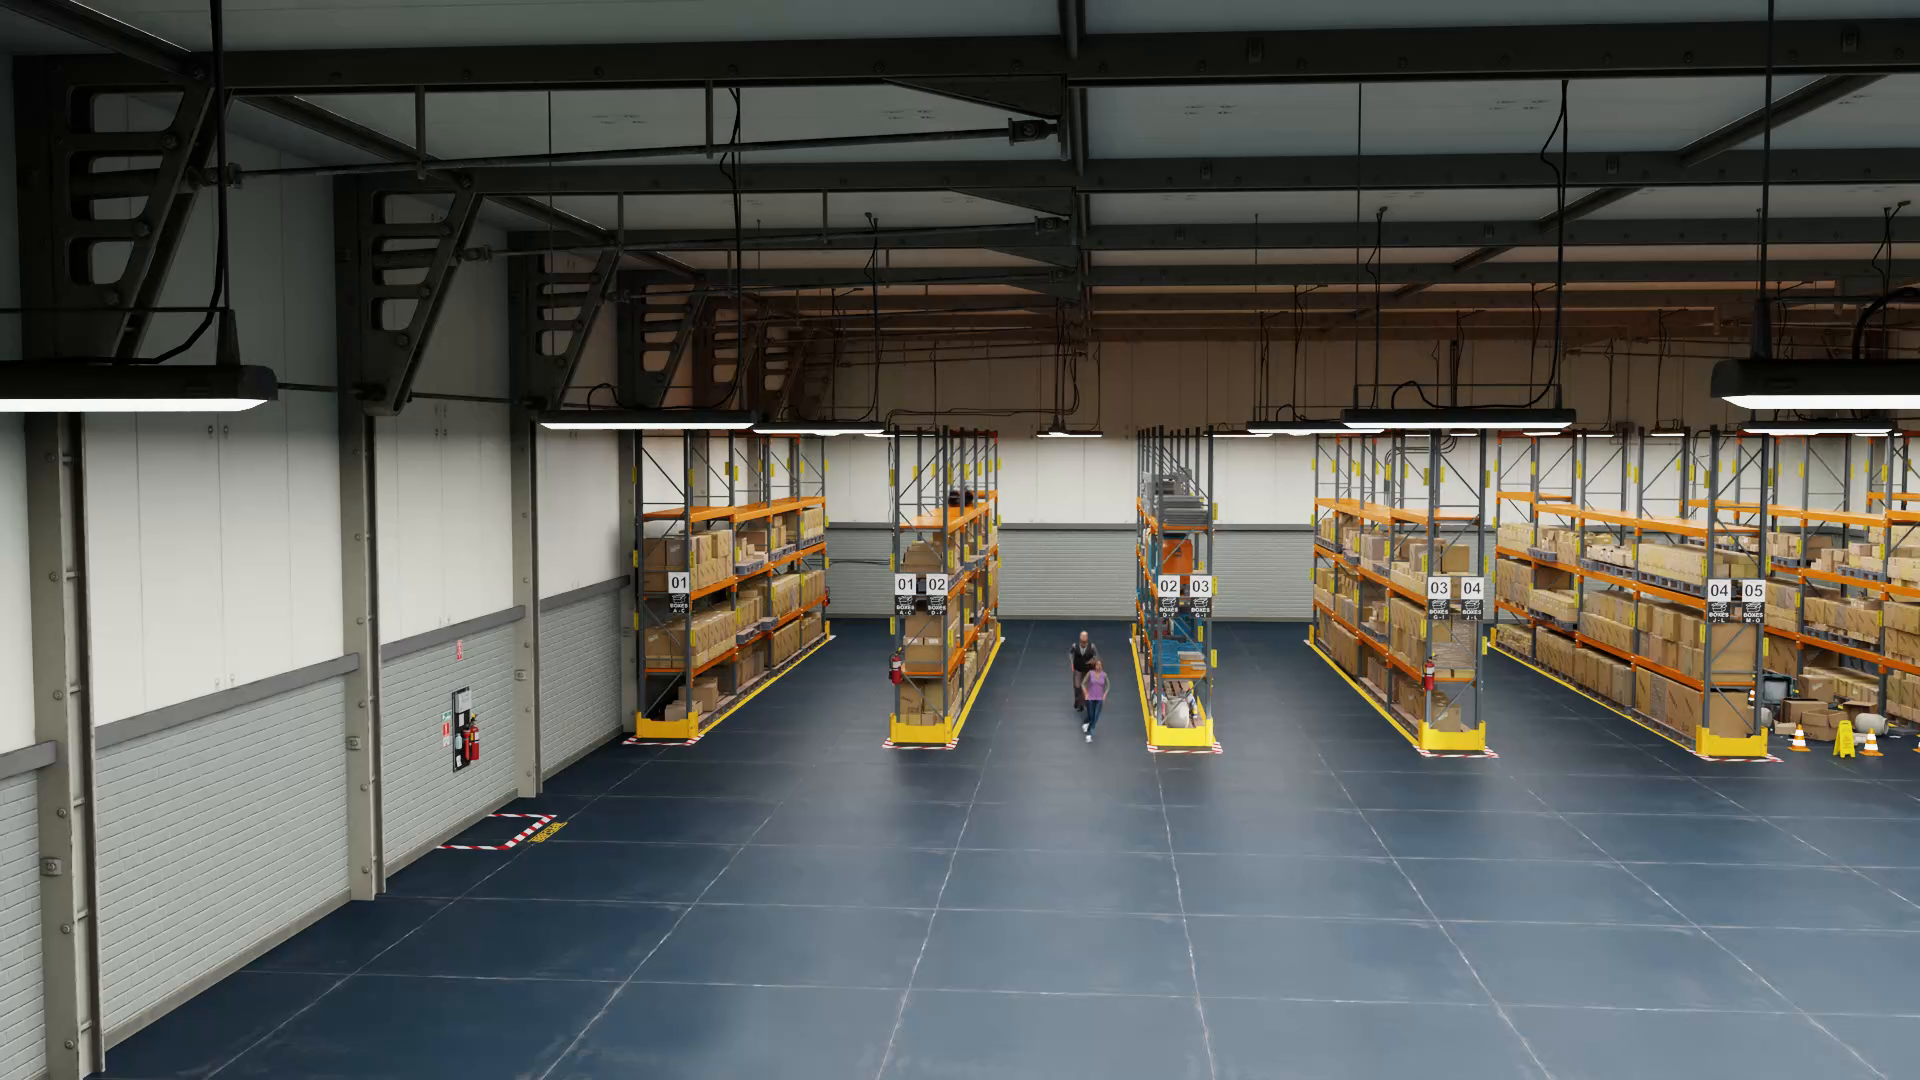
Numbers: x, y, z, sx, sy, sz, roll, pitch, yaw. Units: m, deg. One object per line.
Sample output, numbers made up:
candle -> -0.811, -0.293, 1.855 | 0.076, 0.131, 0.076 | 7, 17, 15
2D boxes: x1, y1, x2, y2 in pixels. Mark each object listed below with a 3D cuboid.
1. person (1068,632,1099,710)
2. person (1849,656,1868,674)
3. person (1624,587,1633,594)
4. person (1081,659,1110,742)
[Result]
person -> 2.596, 2.766, 35.028 | 0.658, 1.678, 0.659 | 0, 3, 3
person -> 21.459, 2.531, 39.703 | 0.596, 1.636, 0.644 | 0, 3, 6
person -> 19.486, 1.978, 48.512 | 0.728, 1.723, 0.580 | -1, 3, -11
person -> 2.598, 3.055, 31.793 | 0.552, 1.568, 0.492 | 0, 3, -7
